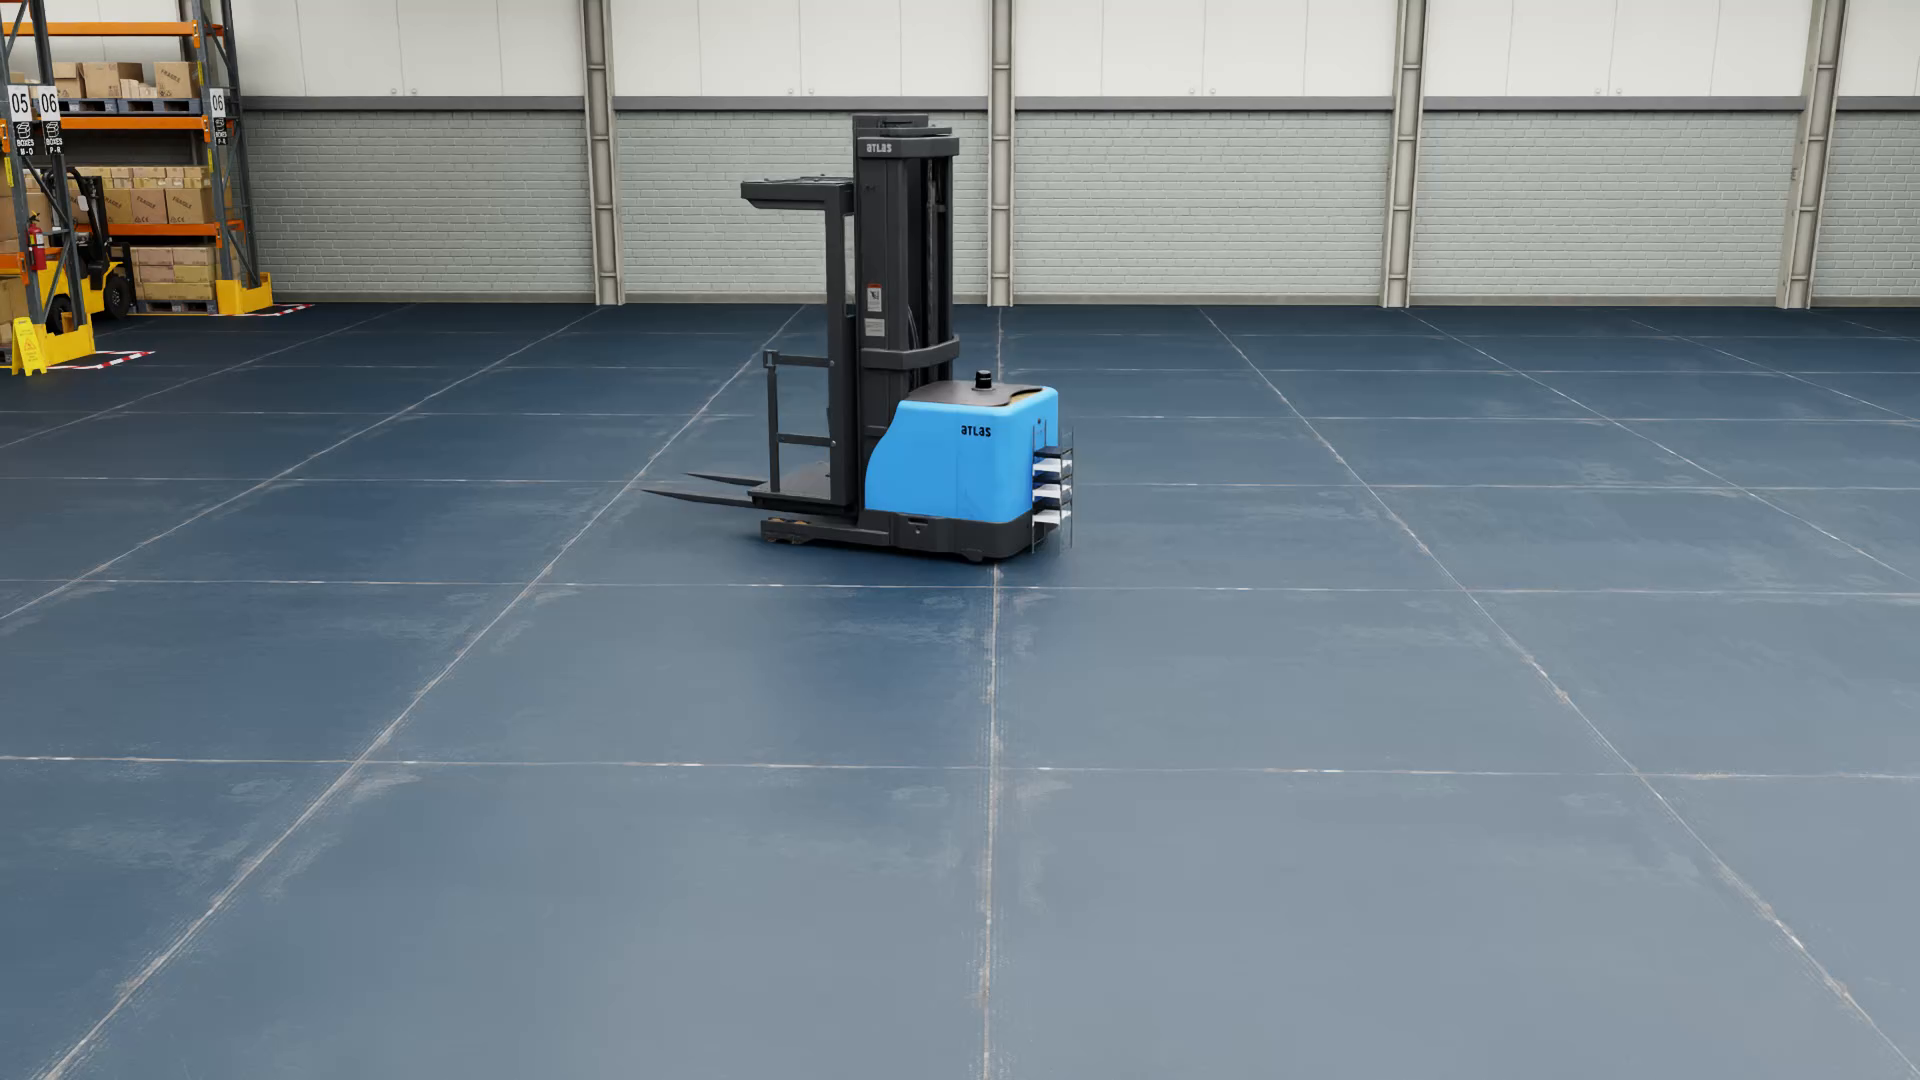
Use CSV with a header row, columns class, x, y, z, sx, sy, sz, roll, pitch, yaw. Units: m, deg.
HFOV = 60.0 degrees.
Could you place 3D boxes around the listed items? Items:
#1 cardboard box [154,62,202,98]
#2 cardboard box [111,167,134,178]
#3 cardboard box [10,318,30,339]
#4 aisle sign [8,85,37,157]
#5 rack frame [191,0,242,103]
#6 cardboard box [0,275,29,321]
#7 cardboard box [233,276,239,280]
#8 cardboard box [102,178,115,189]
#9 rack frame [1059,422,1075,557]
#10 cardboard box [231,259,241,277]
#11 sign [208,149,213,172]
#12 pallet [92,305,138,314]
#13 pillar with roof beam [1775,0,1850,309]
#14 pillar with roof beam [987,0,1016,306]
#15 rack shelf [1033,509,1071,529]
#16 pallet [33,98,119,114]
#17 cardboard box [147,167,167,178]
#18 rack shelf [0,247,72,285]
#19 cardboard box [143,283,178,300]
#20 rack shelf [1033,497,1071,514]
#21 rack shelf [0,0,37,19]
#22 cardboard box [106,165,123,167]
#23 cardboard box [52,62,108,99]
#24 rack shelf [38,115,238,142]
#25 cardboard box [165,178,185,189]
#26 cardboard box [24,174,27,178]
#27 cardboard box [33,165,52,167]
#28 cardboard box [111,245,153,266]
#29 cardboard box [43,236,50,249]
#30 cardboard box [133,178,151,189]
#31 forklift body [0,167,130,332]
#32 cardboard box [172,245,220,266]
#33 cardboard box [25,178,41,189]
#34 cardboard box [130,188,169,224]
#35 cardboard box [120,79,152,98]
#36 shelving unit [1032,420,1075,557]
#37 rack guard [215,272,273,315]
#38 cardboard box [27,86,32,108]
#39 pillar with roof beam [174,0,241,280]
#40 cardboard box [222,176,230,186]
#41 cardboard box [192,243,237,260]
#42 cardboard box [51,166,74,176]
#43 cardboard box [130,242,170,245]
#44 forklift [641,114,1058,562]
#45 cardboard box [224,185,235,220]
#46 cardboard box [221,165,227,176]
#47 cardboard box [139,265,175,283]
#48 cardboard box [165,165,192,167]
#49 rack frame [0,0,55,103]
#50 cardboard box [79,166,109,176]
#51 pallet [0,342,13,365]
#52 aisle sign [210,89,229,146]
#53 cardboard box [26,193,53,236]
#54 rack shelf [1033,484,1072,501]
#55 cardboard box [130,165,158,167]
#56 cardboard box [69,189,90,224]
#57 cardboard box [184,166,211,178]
class,x,y,z,sx,sy,sz,roll,pitch,yaw
cardboard box,-11.156,-6.588,23.834,0.500,0.500,0.500,1,15,3
cardboard box,-12.091,-5.334,24.125,0.250,0.149,0.380,1,15,3
cardboard box,-11.630,-2.580,20.306,0.500,0.250,0.500,0,15,1
aisle sign,-10.776,-4.813,19.108,0.004,0.787,0.394,0,15,1
rack frame,-10.707,-7.797,23.755,0.127,3.000,1.000,0,15,1
cardboard box,-11.654,-2.943,20.211,0.500,0.500,0.500,0,15,0
cardboard box,-11.193,-3.823,25.018,0.500,0.250,0.500,0,15,2
cardboard box,-12.344,-5.192,24.170,0.250,0.149,0.380,0,15,2
rack frame,0.732,-0.344,11.380,0.006,0.900,0.240,6,16,23
cardboard box,-11.172,-4.068,24.966,0.500,0.250,0.500,1,15,2
sign,-10.735,-5.433,23.818,0.005,0.325,0.100,0,15,1
pallet,-12.689,-3.551,24.887,1.213,0.211,1.003,0,15,1
pillar with roof beam,12.502,-6.778,19.889,0.400,9.000,9.100,0,15,1
pillar with roof beam,0.506,-6.856,20.185,0.400,9.000,9.100,0,15,1
rack shelf,0.639,-0.148,11.474,0.200,0.077,0.258,6,16,23
pallet,-12.636,-6.323,24.218,1.213,0.211,1.003,0,15,1
cardboard box,-11.581,-5.340,24.148,0.250,0.149,0.380,1,15,3
rack shelf,-12.830,-3.296,19.863,4.000,0.370,1.077,0,15,1
cardboard box,-11.682,-3.698,24.545,0.500,0.250,0.500,0,15,1
rack shelf,0.639,-0.235,11.451,0.200,0.077,0.258,6,16,23
rack shelf,-12.830,-6.195,19.098,4.000,0.370,1.077,0,15,1
cardboard box,-12.583,-5.477,24.667,0.250,0.149,0.380,0,15,2
cardboard box,-12.761,-6.635,24.007,0.637,0.503,0.797,1,15,3
rack shelf,-12.707,-6.012,24.278,4.000,0.370,1.077,0,15,1
cardboard box,-11.317,-5.184,24.140,0.250,0.149,0.380,1,15,2
cardboard box,-13.621,-5.345,24.168,0.250,0.149,0.380,1,15,3
cardboard box,-13.613,-5.507,24.784,0.250,0.149,0.380,0,15,0
cardboard box,-12.191,-4.180,24.409,0.500,0.250,0.500,1,15,2
cardboard box,-11.165,-3.564,19.963,0.250,0.149,0.380,0,15,2
cardboard box,-11.823,-5.205,24.222,0.250,0.149,0.380,0,15,1
forklift body,-12.650,-4.033,22.912,1.214,2.155,2.313,0,15,1
cardboard box,-11.176,-4.177,24.400,0.500,0.250,0.500,1,15,3
cardboard box,-13.367,-5.197,24.191,0.250,0.149,0.380,0,15,1
cardboard box,-11.725,-4.887,24.287,0.500,0.500,0.500,1,15,3
cardboard box,-11.797,-6.463,23.821,0.258,0.266,0.396,0,15,2
shelving unit,0.639,-0.355,11.420,0.210,0.900,0.258,6,16,23
rack guard,-10.683,-3.688,24.838,0.348,0.500,1.175,0,15,1
cardboard box,-11.326,-5.224,19.590,0.500,0.250,0.500,0,15,0
pillar with roof beam,-11.490,-6.934,20.482,0.400,9.000,9.100,0,15,1
cardboard box,-11.040,-5.327,24.684,0.250,0.149,0.380,0,15,0
cardboard box,-11.183,-4.305,24.884,0.500,0.250,0.500,0,15,1
cardboard box,-13.105,-5.363,24.235,0.250,0.149,0.380,0,15,1
cardboard box,-12.182,-4.313,24.916,0.500,0.250,0.500,0,15,1
forklift,-0.859,-1.498,11.771,3.031,2.935,1.130,6,16,23
cardboard box,-11.196,-5.019,24.788,0.500,0.500,0.500,1,15,3
cardboard box,-11.038,-5.459,24.601,0.250,0.149,0.380,0,15,0
cardboard box,-11.703,-3.941,24.486,0.500,0.250,0.500,0,15,1
cardboard box,-11.563,-5.468,24.633,0.250,0.149,0.380,1,15,2
rack frame,-10.830,-6.532,18.957,0.127,3.000,1.000,0,15,1
cardboard box,-12.604,-5.360,24.224,0.250,0.149,0.380,1,15,2
pallet,-11.718,-2.297,20.134,1.213,0.211,1.003,0,15,1
aisle sign,-10.649,-6.078,23.903,0.004,0.787,0.394,0,15,1
cardboard box,-11.297,-3.897,19.951,0.500,0.500,0.500,0,15,1
rack shelf,0.639,-0.322,11.428,0.200,0.077,0.258,6,16,23
cardboard box,-12.074,-5.468,24.636,0.250,0.149,0.380,1,15,3
cardboard box,-12.740,-4.891,24.301,0.500,0.500,0.500,0,15,2
cardboard box,-11.071,-5.351,24.192,0.250,0.149,0.380,0,15,2
